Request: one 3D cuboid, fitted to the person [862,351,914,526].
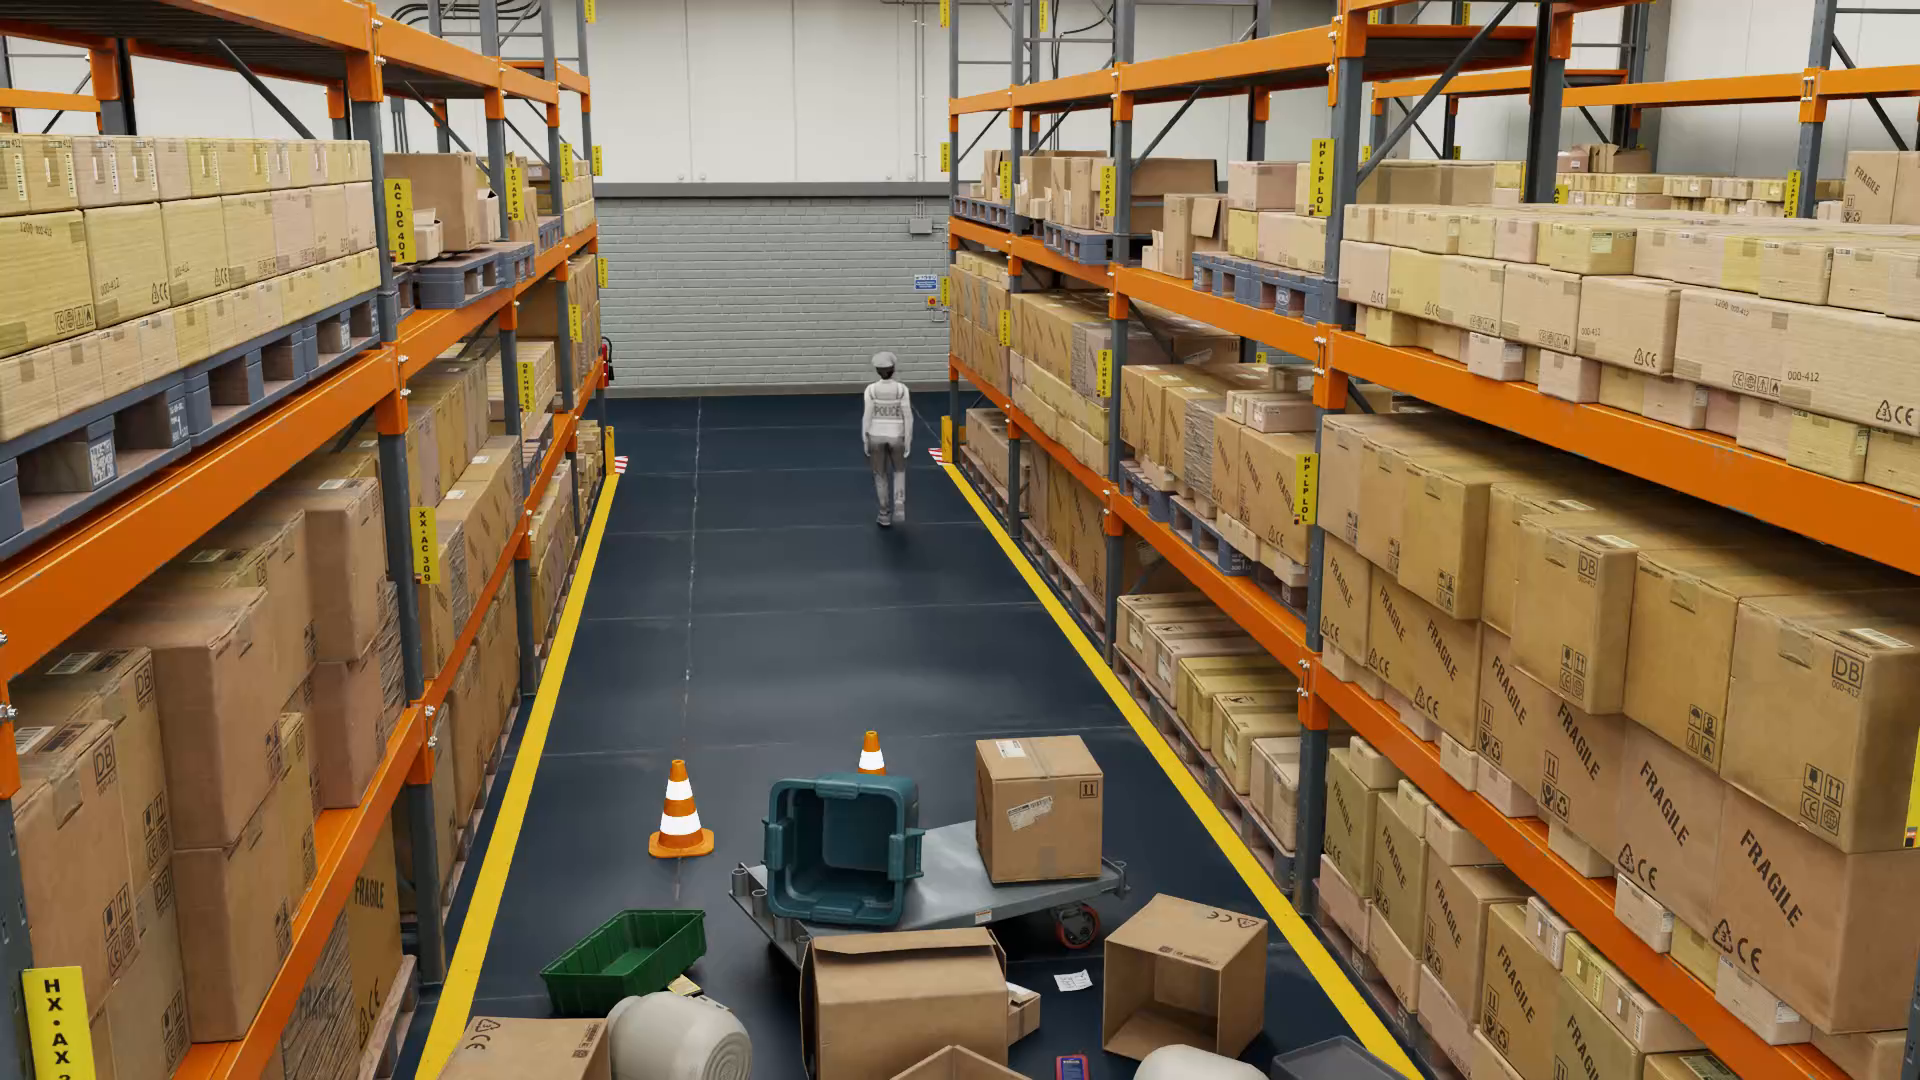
[{"bbox_3d":[-0.688,-0.961,15.898,0.484,1.675,0.481,-2,13,-8],"label":"person"}]
